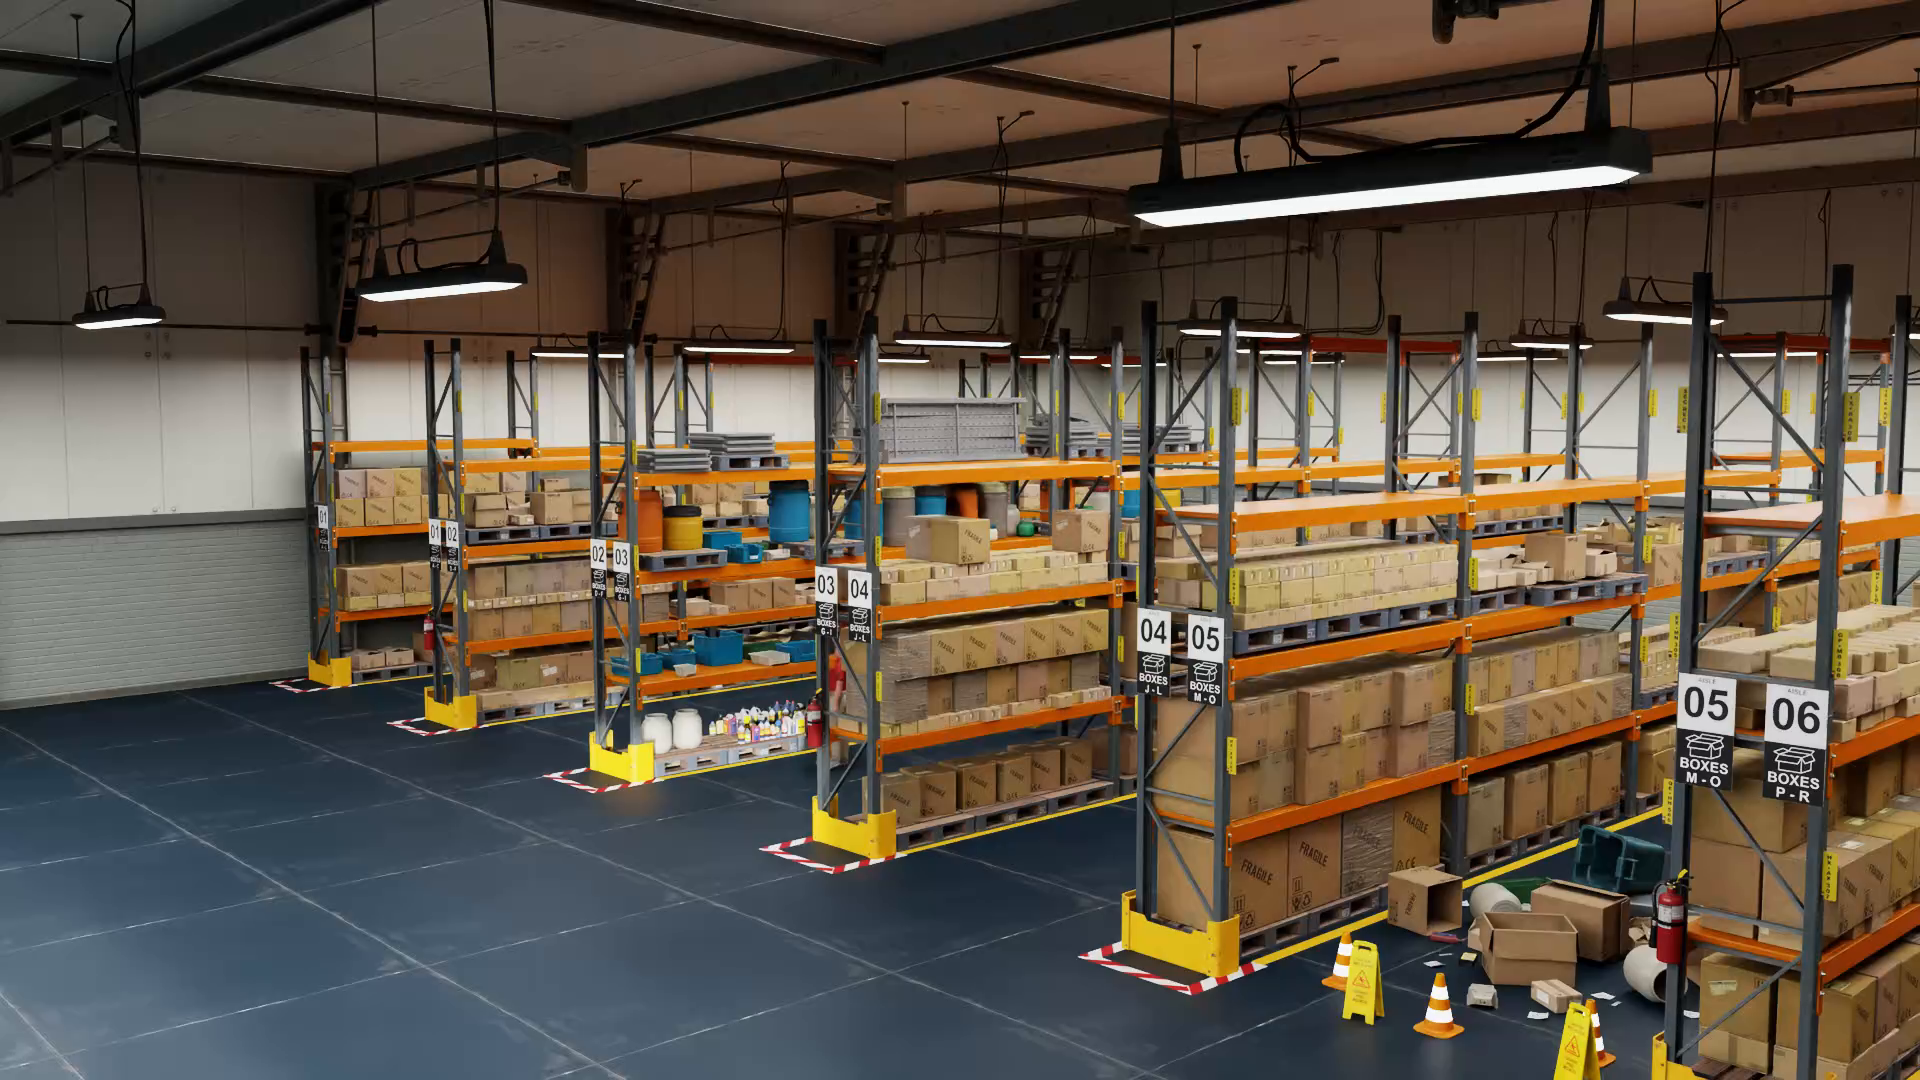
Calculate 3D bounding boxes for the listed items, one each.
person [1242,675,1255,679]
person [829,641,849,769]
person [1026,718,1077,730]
[{"bbox_3d":[3.611,2.504,21.258,0.483,1.602,0.371,-2,6,-26],"label":"person"},{"bbox_3d":[-1.696,2.294,23.044,0.387,1.772,0.622,1,5,16],"label":"person"},{"bbox_3d":[1.484,1.994,25.366,1.015,1.731,0.654,-5,7,-42],"label":"person"}]
